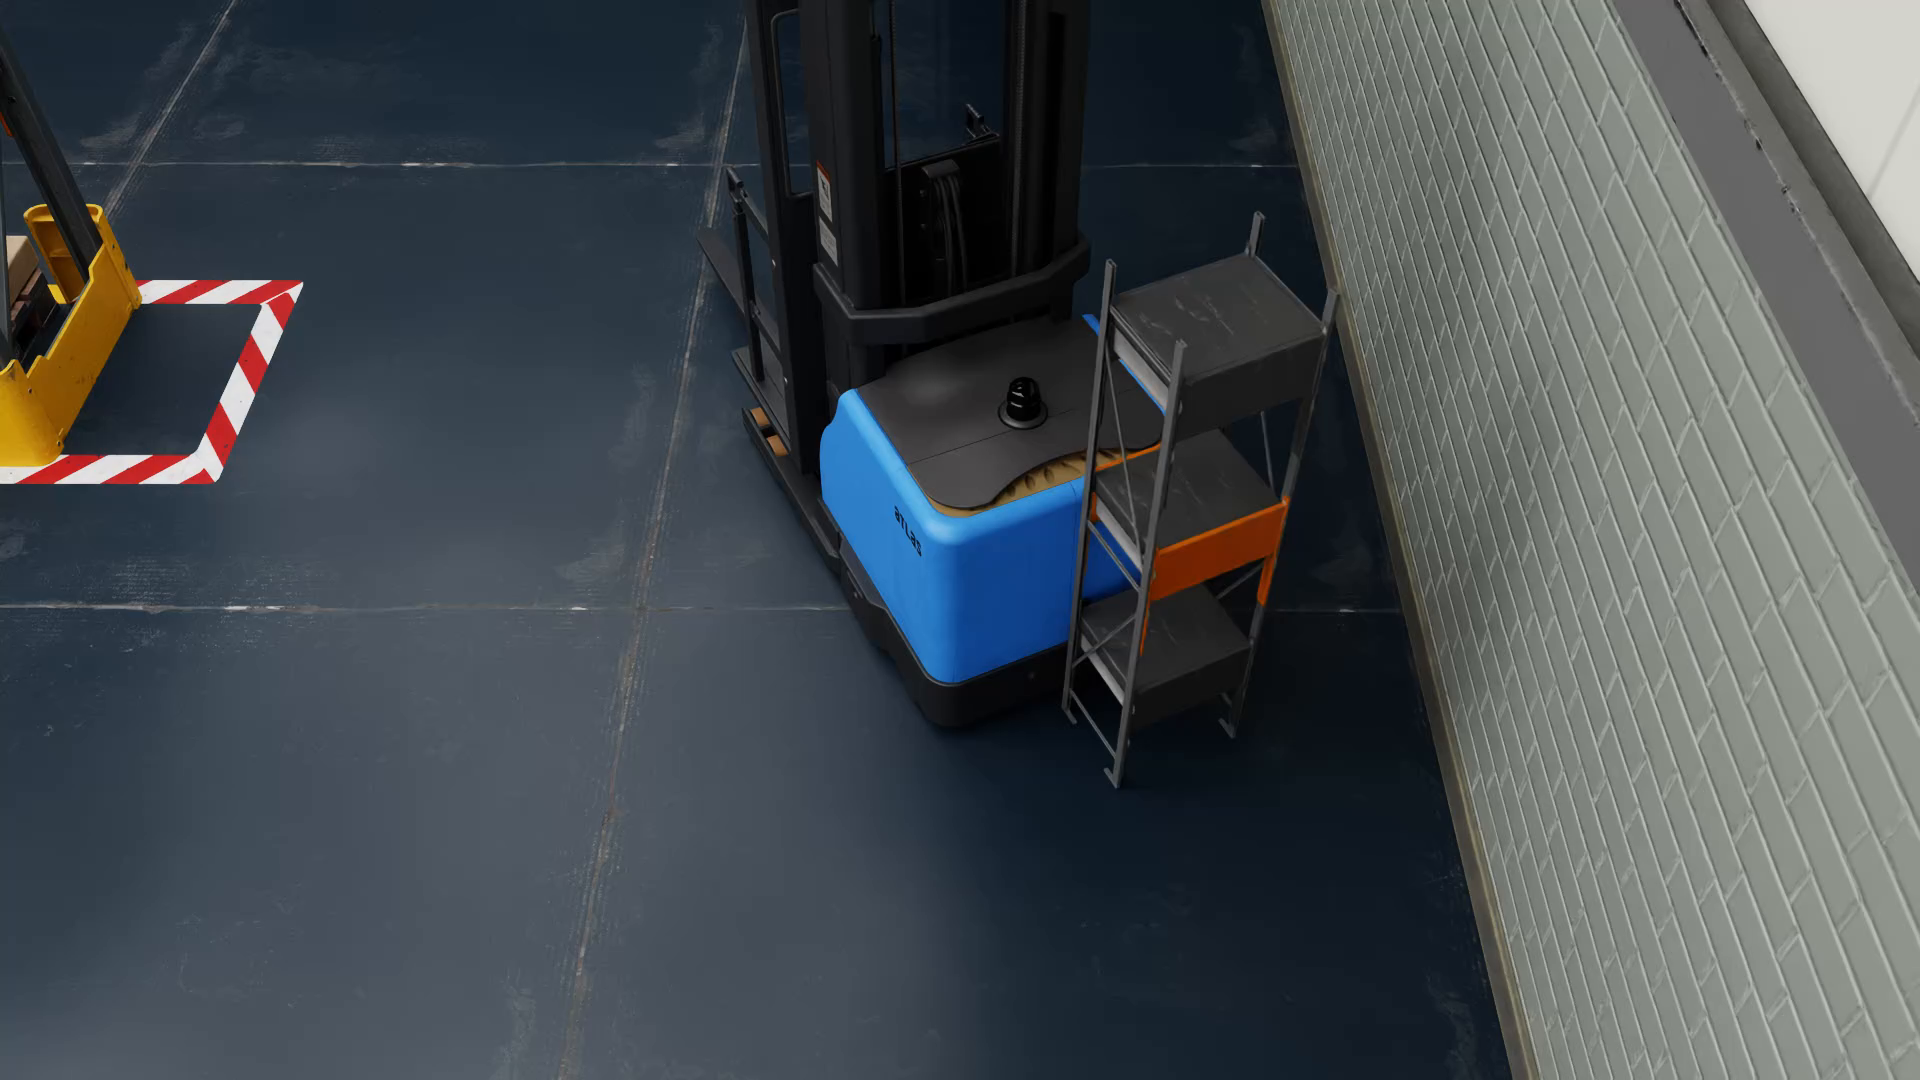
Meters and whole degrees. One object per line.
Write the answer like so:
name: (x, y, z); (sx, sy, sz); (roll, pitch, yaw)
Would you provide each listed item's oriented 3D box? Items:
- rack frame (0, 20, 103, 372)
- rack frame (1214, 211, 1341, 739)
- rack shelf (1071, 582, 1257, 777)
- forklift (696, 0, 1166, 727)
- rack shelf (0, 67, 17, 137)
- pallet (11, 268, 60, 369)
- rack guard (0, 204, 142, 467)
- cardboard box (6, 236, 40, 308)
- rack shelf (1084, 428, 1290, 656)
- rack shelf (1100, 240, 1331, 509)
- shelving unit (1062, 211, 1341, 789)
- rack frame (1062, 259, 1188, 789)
rack frame: (-3.931, -1.761, 6.340); (0.127, 3.000, 1.000); (0, 47, 0)
rack frame: (0.922, -0.105, 5.405); (0.015, 2.100, 0.400); (-20, 52, -18)
rack shelf: (0.695, 0.448, 5.864); (0.480, 0.518, 0.431); (-20, 52, -18)
forklift: (-0.273, -1.410, 6.060); (1.130, 2.935, 3.031); (-20, 50, -17)
rack shelf: (-5.931, -1.521, 6.608); (4.000, 0.370, 1.077); (0, 47, 0)
pallet: (-4.805, -0.812, 7.362); (1.213, 0.211, 1.003); (0, 47, 0)
rack guard: (-4.007, -0.910, 7.255); (0.348, 0.500, 1.175); (0, 47, 0)
cardboard box: (-4.349, -1.192, 7.458); (0.250, 0.149, 0.380); (0, 47, 0)
rack shelf: (0.704, -0.016, 5.340); (0.480, 0.518, 0.431); (-20, 52, -18)
rack shelf: (0.713, -0.479, 4.815); (0.480, 0.518, 0.431); (-20, 52, -18)
shelving unit: (0.704, -0.025, 5.330); (0.503, 2.100, 0.431); (-20, 52, -18)
rack frame: (0.486, 0.056, 5.255); (0.015, 2.100, 0.400); (-20, 52, -18)
